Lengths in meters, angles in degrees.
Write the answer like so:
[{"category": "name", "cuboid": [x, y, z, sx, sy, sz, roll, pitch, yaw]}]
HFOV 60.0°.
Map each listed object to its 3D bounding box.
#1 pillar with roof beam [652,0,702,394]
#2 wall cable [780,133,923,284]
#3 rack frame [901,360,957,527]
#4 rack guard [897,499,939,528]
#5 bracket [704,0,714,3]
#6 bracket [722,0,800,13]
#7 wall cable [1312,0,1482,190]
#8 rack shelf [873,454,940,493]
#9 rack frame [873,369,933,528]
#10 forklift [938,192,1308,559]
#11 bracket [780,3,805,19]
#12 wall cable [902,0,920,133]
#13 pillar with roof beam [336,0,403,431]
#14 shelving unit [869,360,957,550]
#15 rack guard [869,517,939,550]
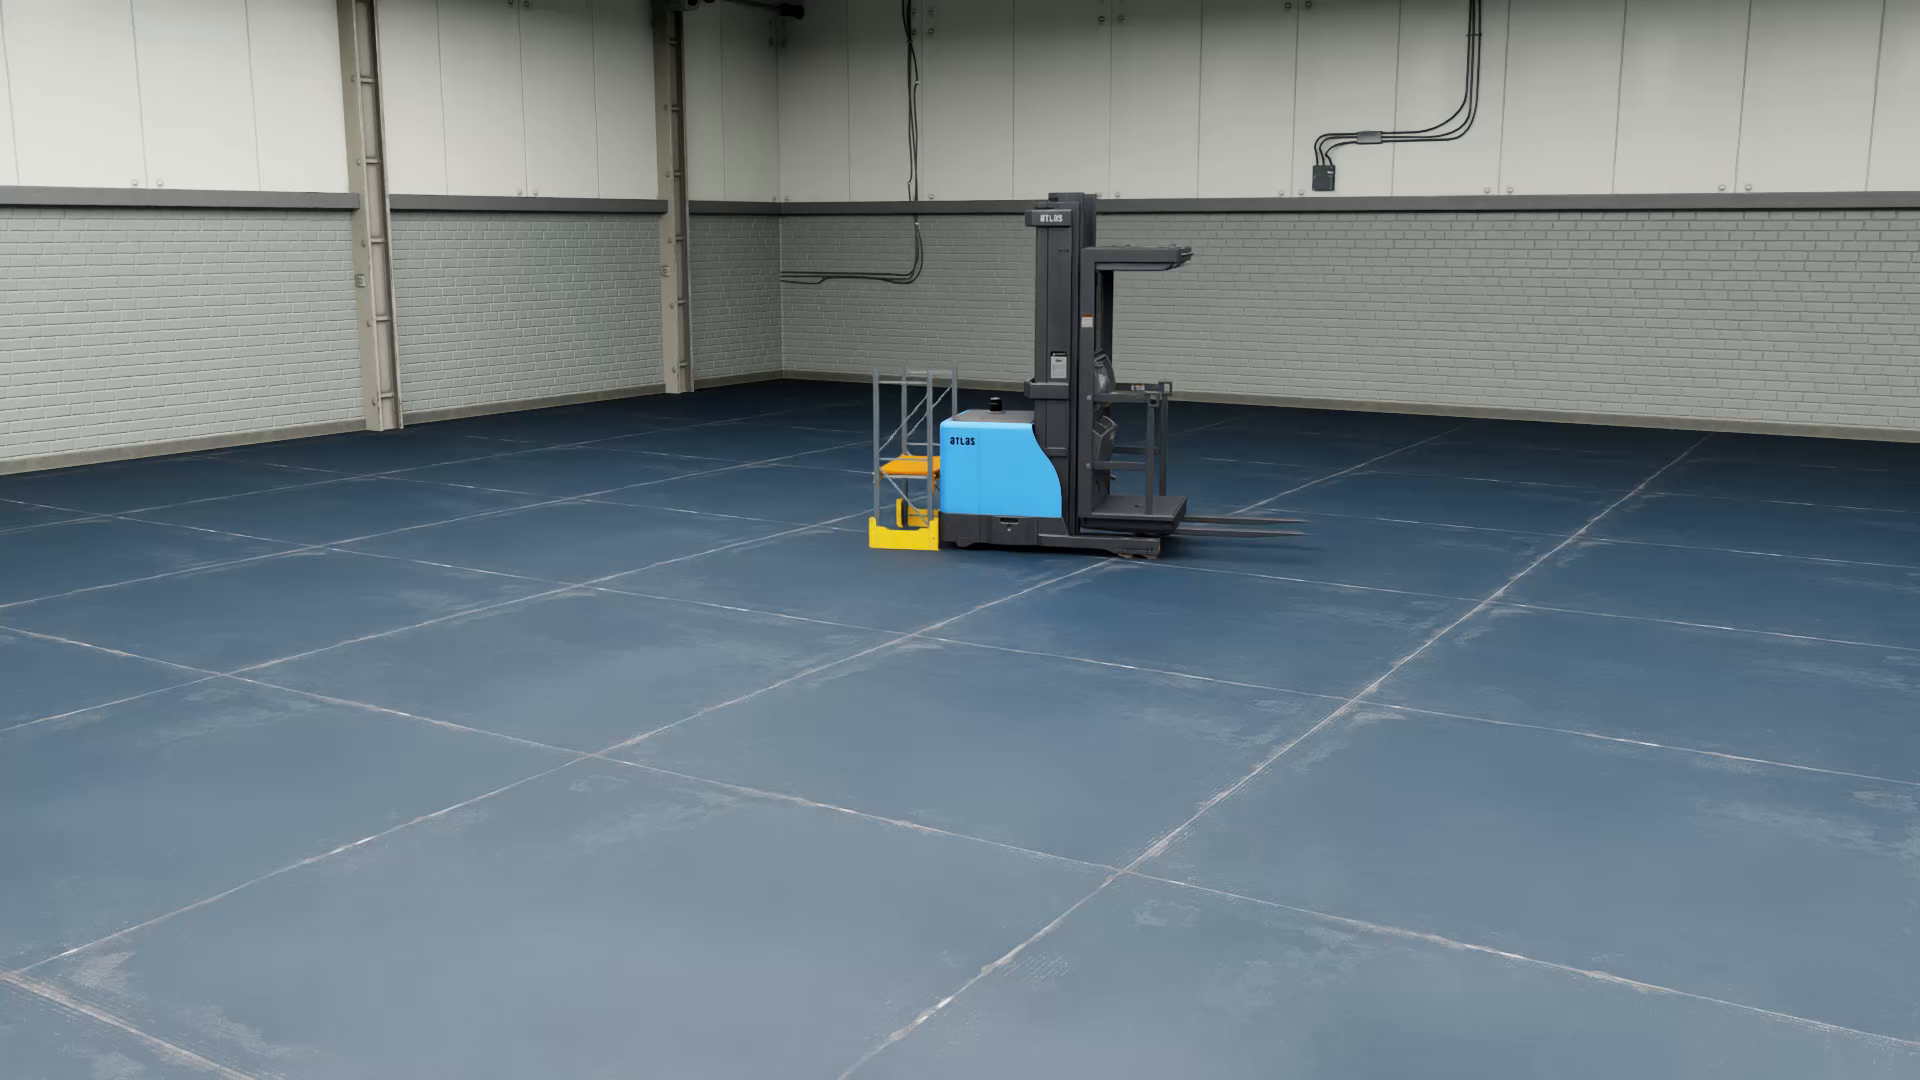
[{"category": "pillar with roof beam", "cuboid": [-0.942, -6.448, 24.356, 9.100, 9.000, 0.548, 6, 12, 31]}, {"category": "wall cable", "cuboid": [-1.962, -5.670, 28.639, 3.097, 2.526, 0.112, 6, 12, 31]}, {"category": "rack frame", "cuboid": [-0.272, -0.851, 14.841, 0.500, 1.500, 0.032, 2, 11, 11]}, {"category": "rack guard", "cuboid": [-0.275, -0.234, 14.937, 0.587, 0.250, 0.087, 2, 11, 11]}, {"category": "bracket", "cuboid": [-4.102, -8.660, 26.389, 0.235, 0.232, 0.430, 6, 12, 31]}, {"category": "bracket", "cuboid": [-3.179, -8.940, 27.884, 0.076, 0.066, 3.189, 6, 12, 31]}, {"category": "wall cable", "cuboid": [6.144, -7.958, 23.182, 2.305, 6.003, 0.169, 6, 12, 31]}, {"category": "rack shelf", "cuboid": [-0.372, -0.583, 14.384, 0.538, 0.185, 1.000, 2, 11, 11]}, {"category": "rack frame", "cuboid": [-0.473, -0.668, 13.861, 0.500, 1.500, 0.032, 2, 11, 11]}, {"category": "forklift", "cuboid": [1.390, -1.393, 13.842, 3.031, 2.935, 1.130, 2, 11, 13]}, {"category": "bracket", "cuboid": [-2.872, -9.033, 28.380, 0.235, 0.232, 0.430, 6, 12, 31]}, {"category": "wall cable", "cuboid": [0.350, -7.894, 26.794, 3.097, 2.526, 0.112, 6, 12, 31]}, {"category": "pillar with roof beam", "cuboid": [-4.057, -5.504, 19.316, 9.100, 9.000, 0.400, 6, 12, 31]}, {"category": "shelving unit", "cuboid": [-0.374, -0.758, 14.342, 0.587, 1.500, 1.083, 2, 11, 11]}, {"category": "rack guard", "cuboid": [-0.472, -0.054, 13.977, 0.587, 0.250, 0.087, 2, 11, 11]}]
